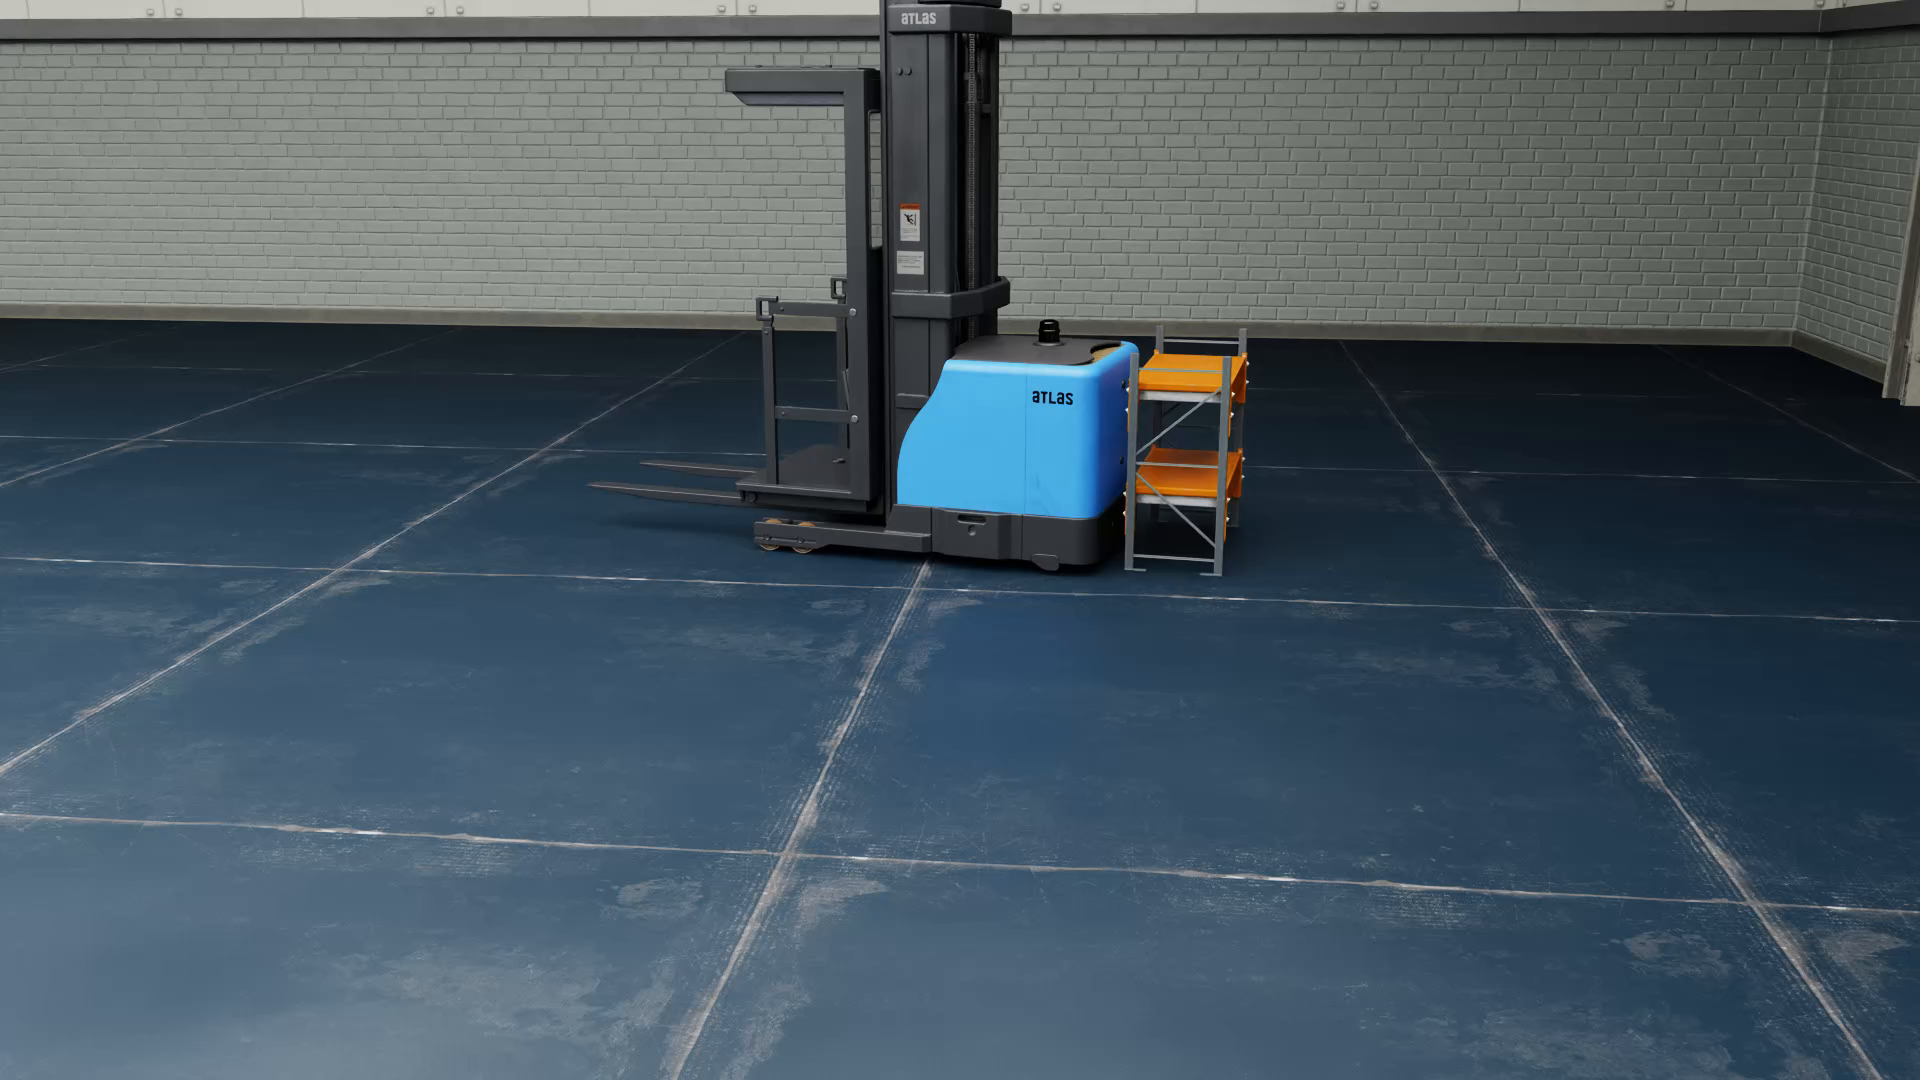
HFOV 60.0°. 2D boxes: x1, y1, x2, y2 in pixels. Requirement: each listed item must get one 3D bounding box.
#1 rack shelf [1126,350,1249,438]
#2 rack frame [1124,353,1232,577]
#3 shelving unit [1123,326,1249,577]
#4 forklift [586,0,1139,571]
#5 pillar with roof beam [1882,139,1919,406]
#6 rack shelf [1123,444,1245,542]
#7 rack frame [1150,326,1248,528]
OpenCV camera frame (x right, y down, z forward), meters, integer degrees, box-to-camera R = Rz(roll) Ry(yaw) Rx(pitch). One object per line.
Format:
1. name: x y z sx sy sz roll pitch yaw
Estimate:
1. rack shelf: 1.216 -0.787 8.795 0.538 0.278 1.000 4 16 13
2. rack frame: 1.096 -0.375 8.395 0.500 1.125 0.032 4 16 13
3. shelving unit: 1.216 -0.504 8.871 0.538 1.125 1.048 4 16 13
4. forklift: -0.590 -1.467 8.973 3.031 2.935 1.130 5 16 18
5. pillar with roof beam: 3.306 -5.574 12.537 9.100 9.000 0.400 2 15 6
6. rack shelf: 1.216 -0.268 8.935 0.538 0.278 1.000 4 16 13
7. rack frame: 1.337 -0.633 9.348 0.500 1.125 0.032 4 16 13
